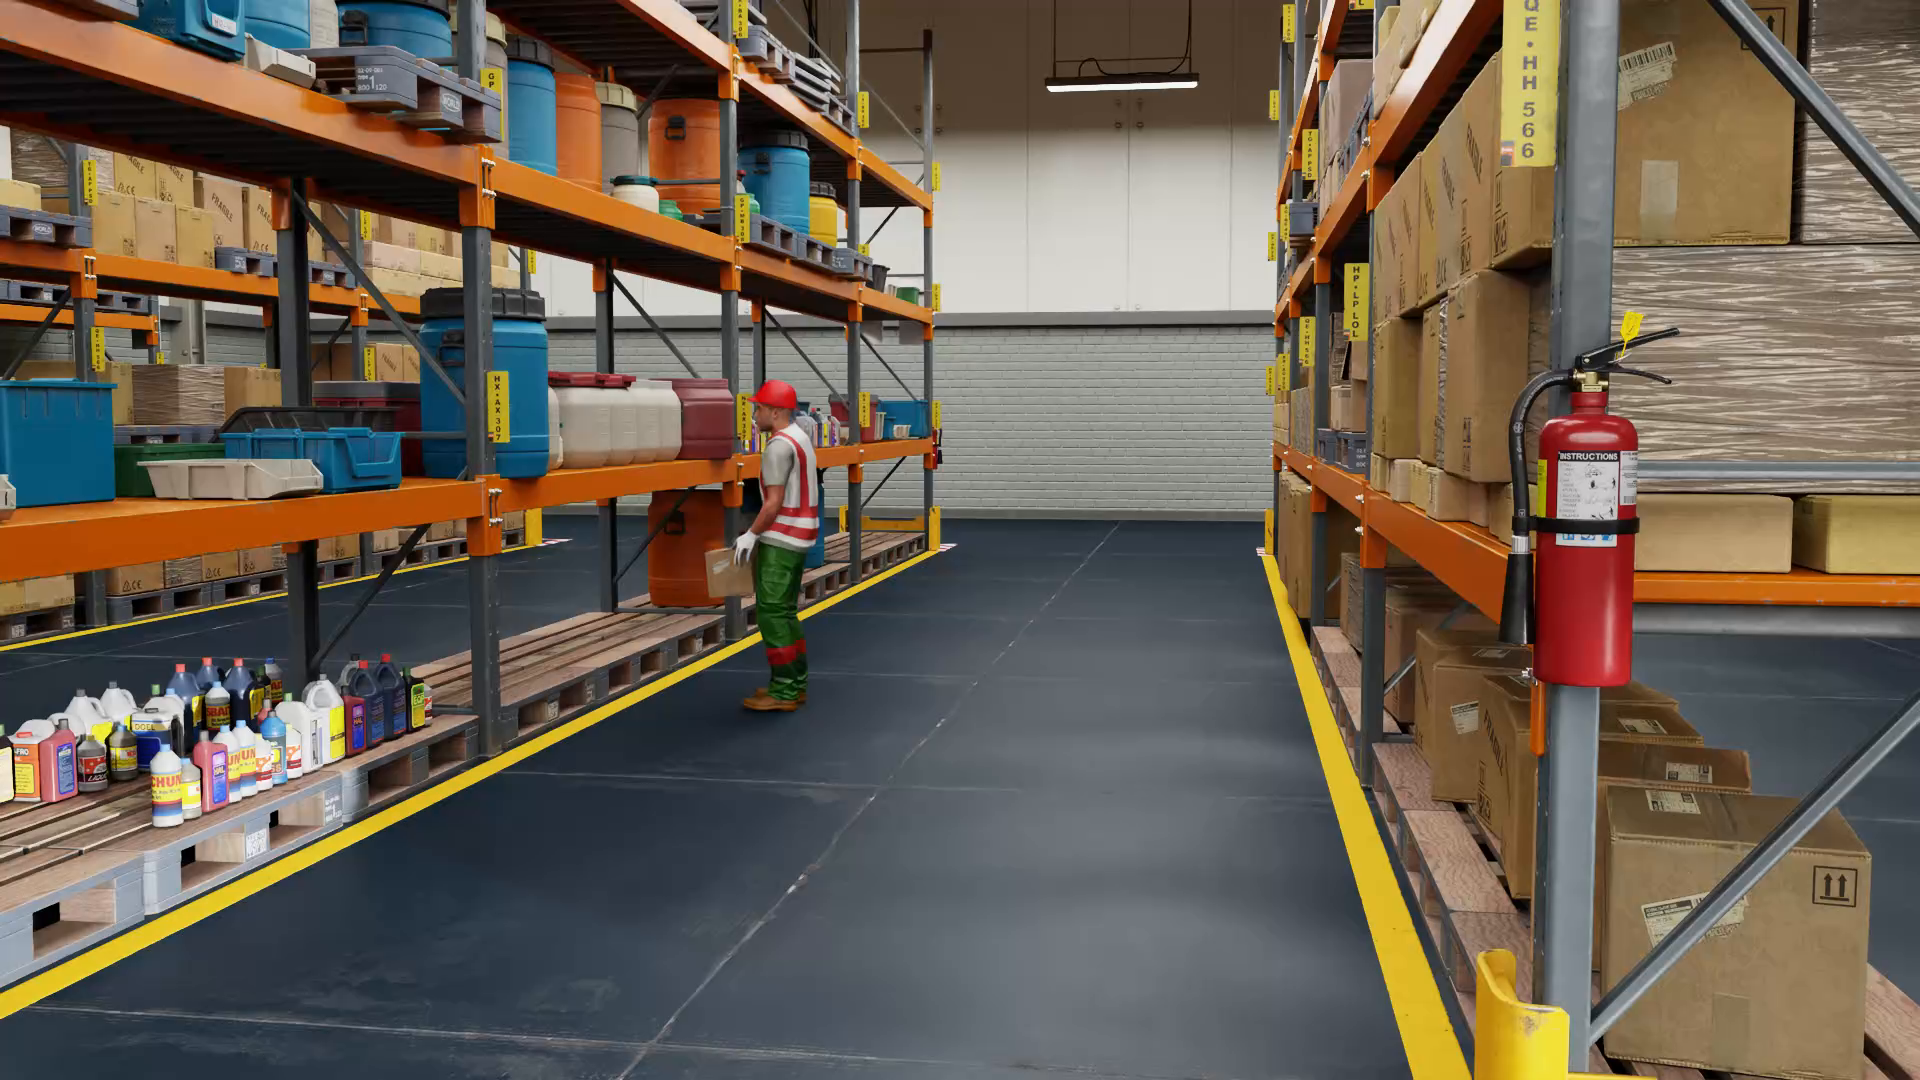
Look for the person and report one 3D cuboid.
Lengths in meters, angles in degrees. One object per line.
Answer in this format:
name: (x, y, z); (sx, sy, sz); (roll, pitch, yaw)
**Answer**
person: (-0.997, 0.032, 9.074); (0.451, 1.778, 0.600); (0, 4, 6)
